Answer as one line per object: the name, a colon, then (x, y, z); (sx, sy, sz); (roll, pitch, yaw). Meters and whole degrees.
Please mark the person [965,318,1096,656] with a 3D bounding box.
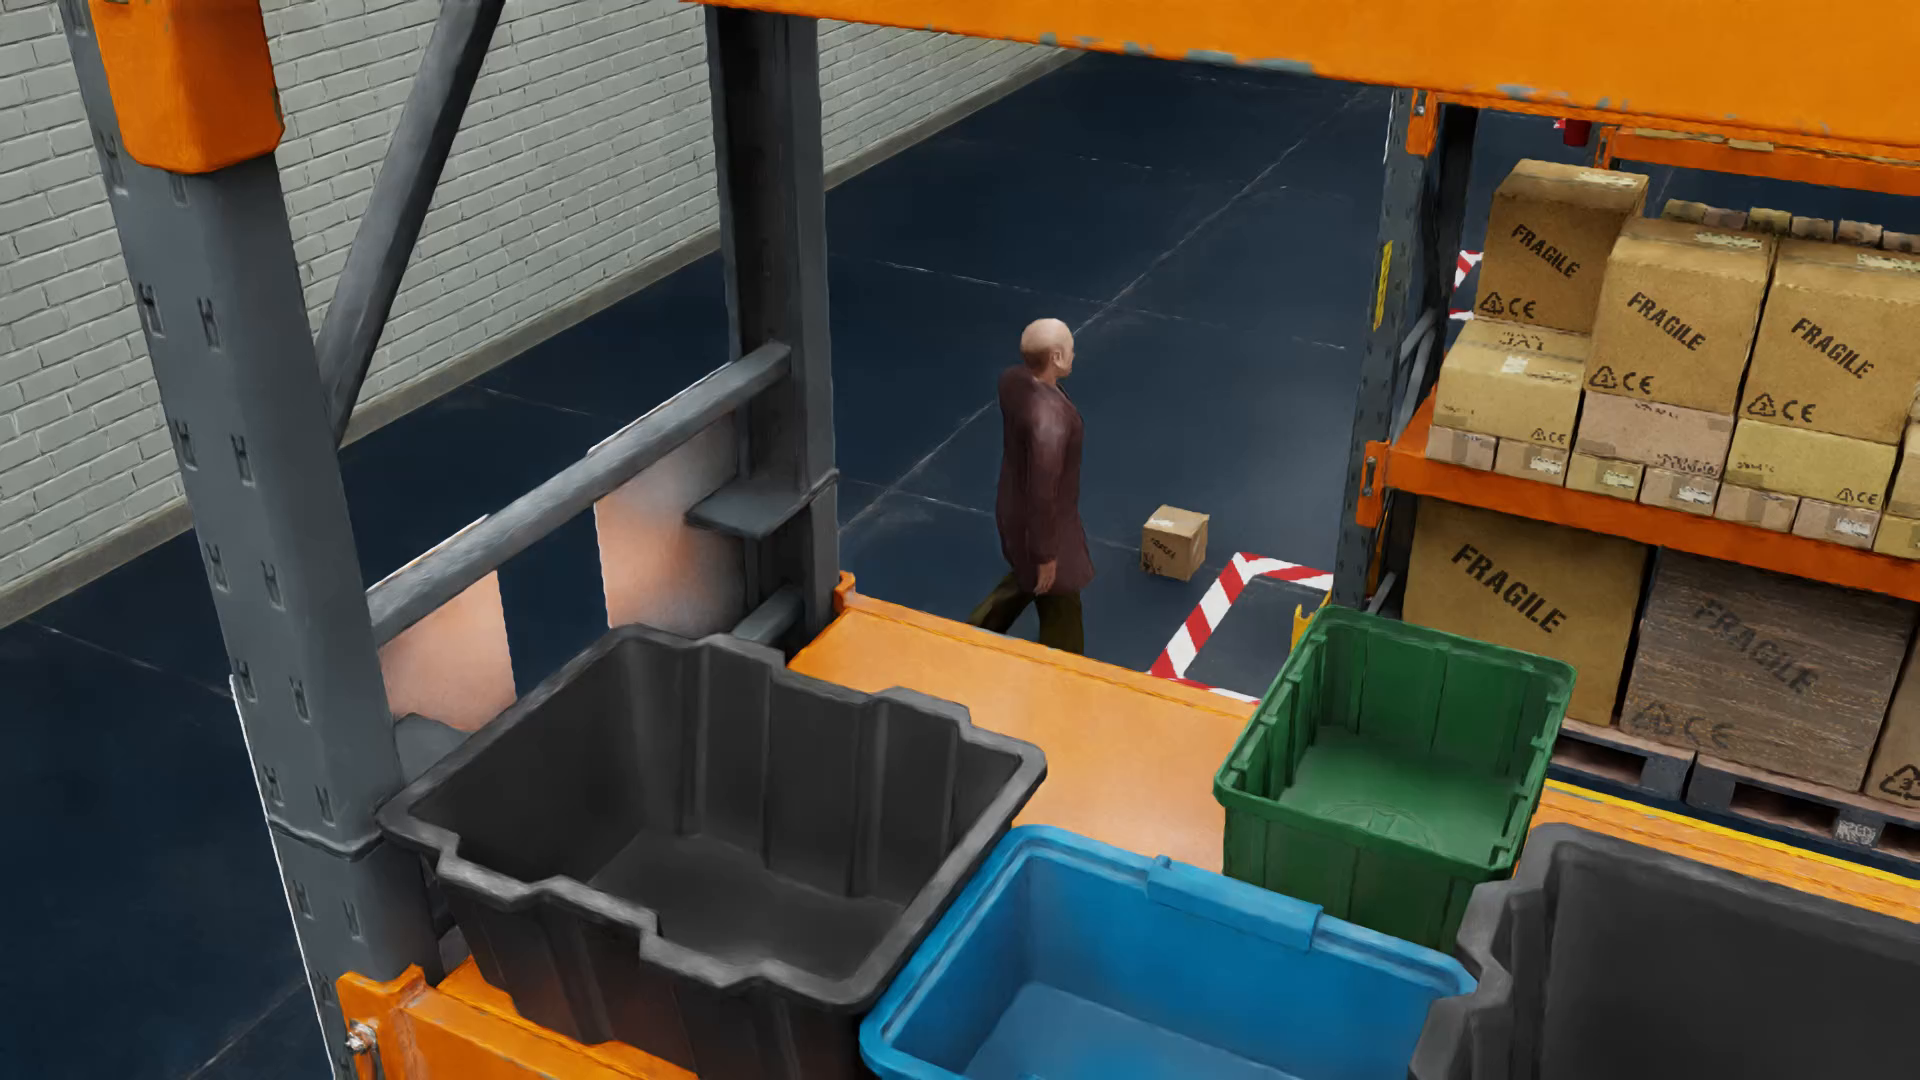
person: (0.287, -0.050, 6.693); (0.679, 1.770, 0.700); (-9, 31, -16)
